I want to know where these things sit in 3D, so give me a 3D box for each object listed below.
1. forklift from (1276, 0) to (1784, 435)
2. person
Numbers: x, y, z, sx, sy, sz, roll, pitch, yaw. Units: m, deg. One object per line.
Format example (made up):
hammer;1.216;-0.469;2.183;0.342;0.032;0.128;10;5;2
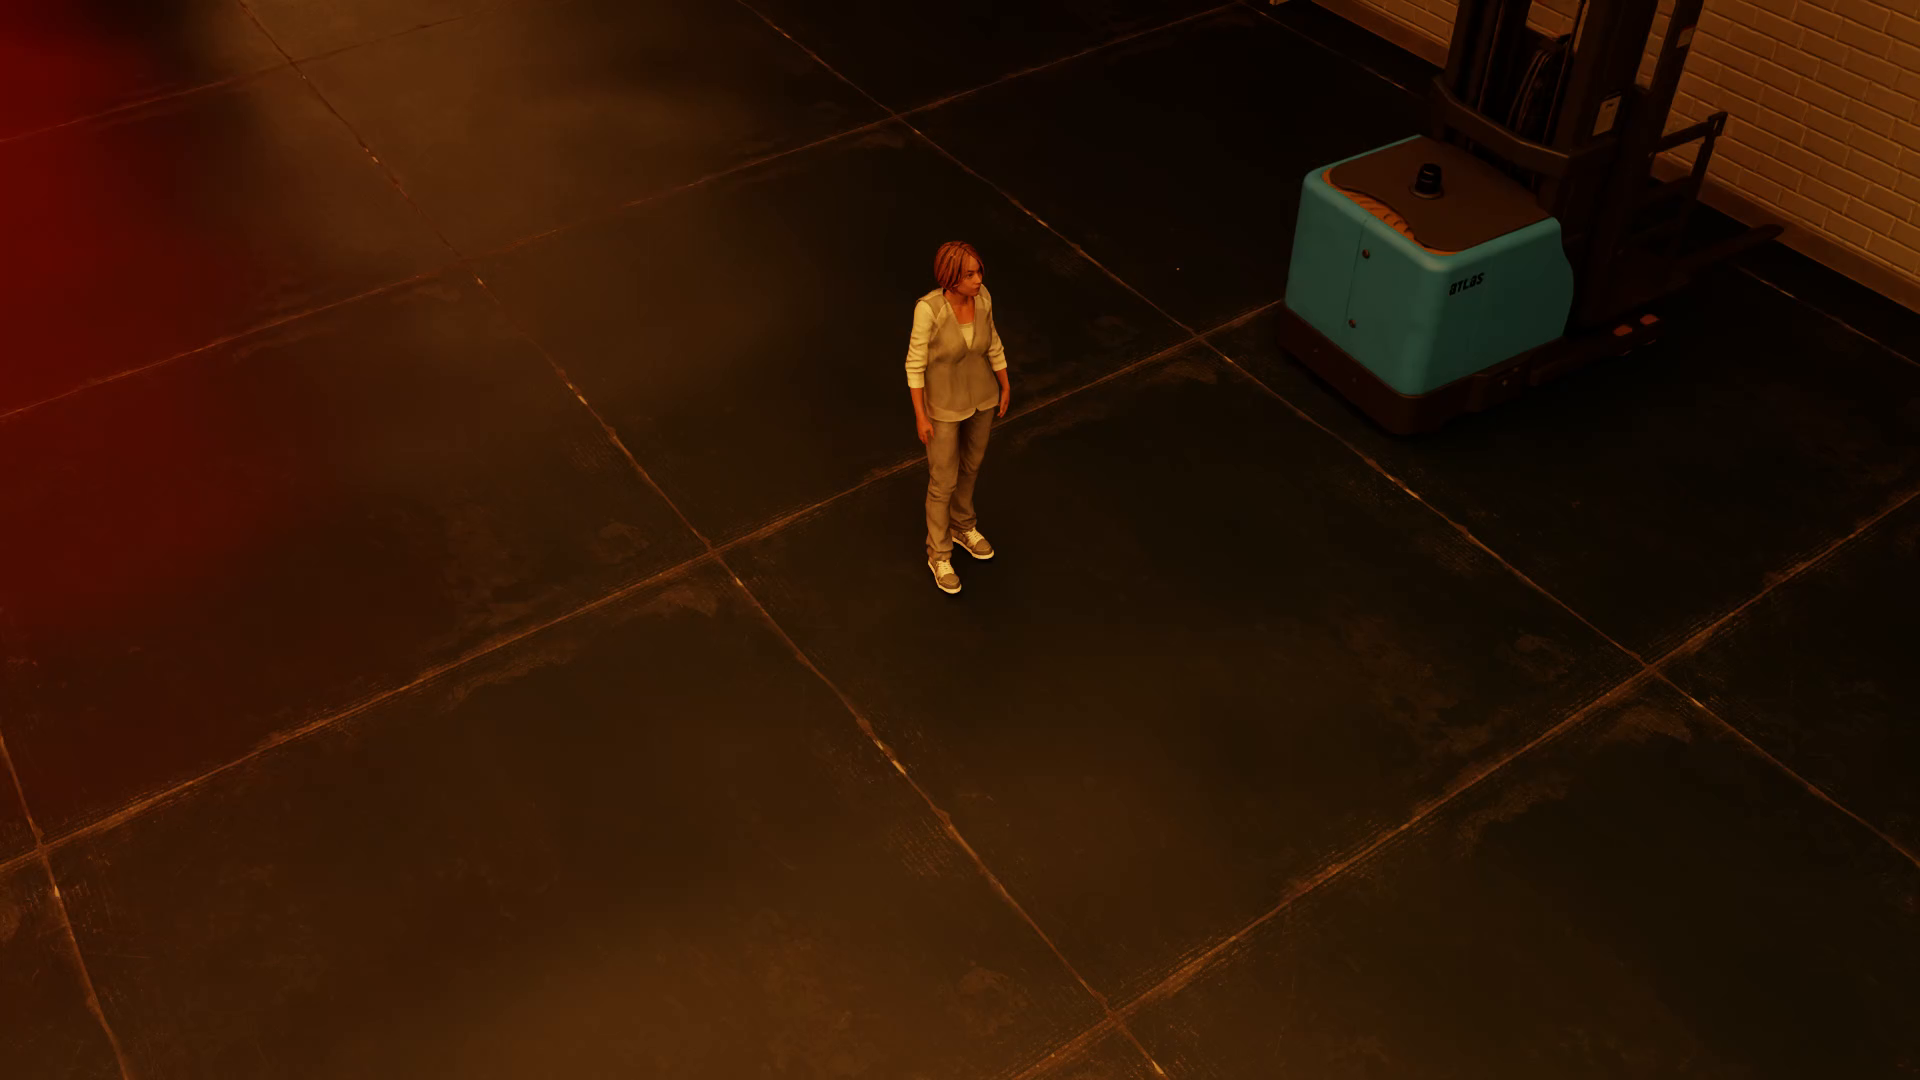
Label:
forklift;3.227;-2.353;8.269;3.031;2.935;1.130;-22;47;-22
person;0.032;-0.546;7.282;0.521;1.599;0.473;-25;48;-25
